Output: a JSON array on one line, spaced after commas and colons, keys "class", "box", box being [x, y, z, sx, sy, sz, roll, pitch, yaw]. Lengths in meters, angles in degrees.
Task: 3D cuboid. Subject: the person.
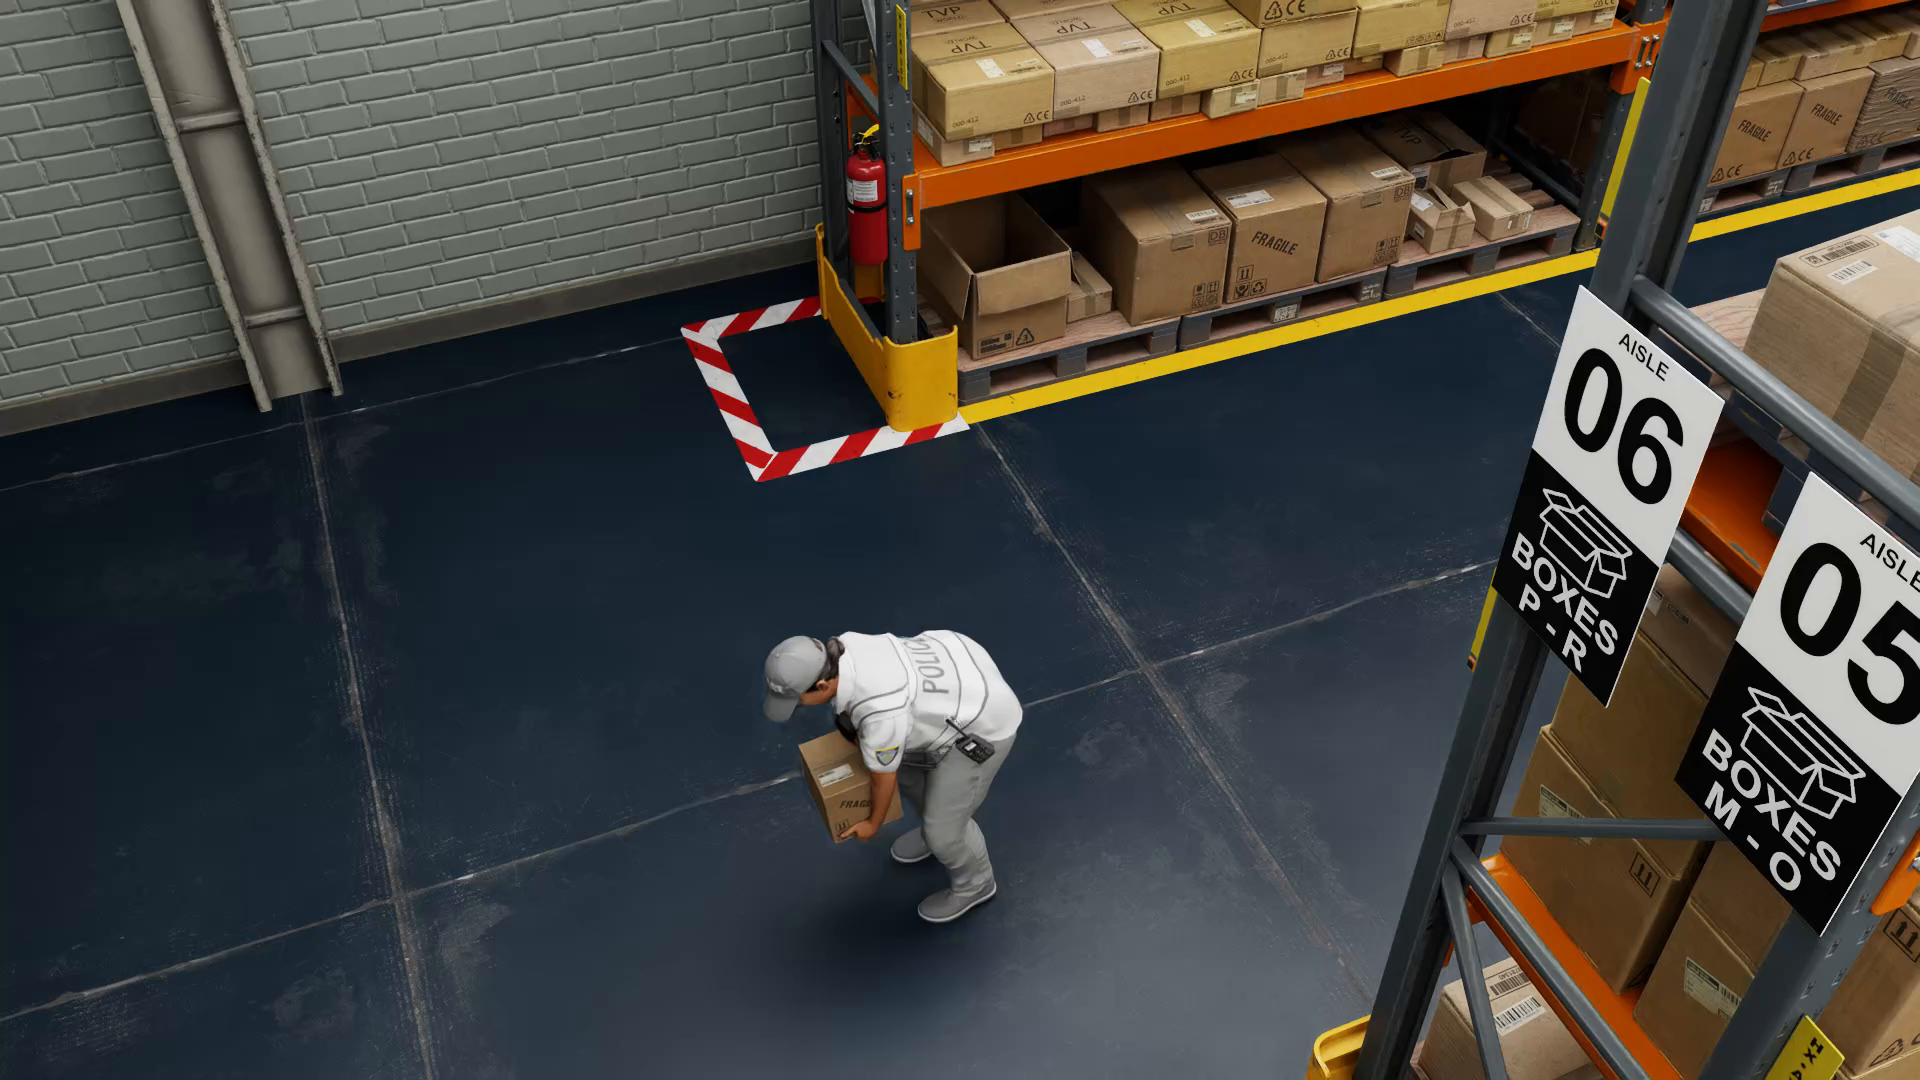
[{"class": "person", "box": [-0.221, 0.747, 5.541, 0.848, 1.390, 0.457, -16, 45, -17]}]
